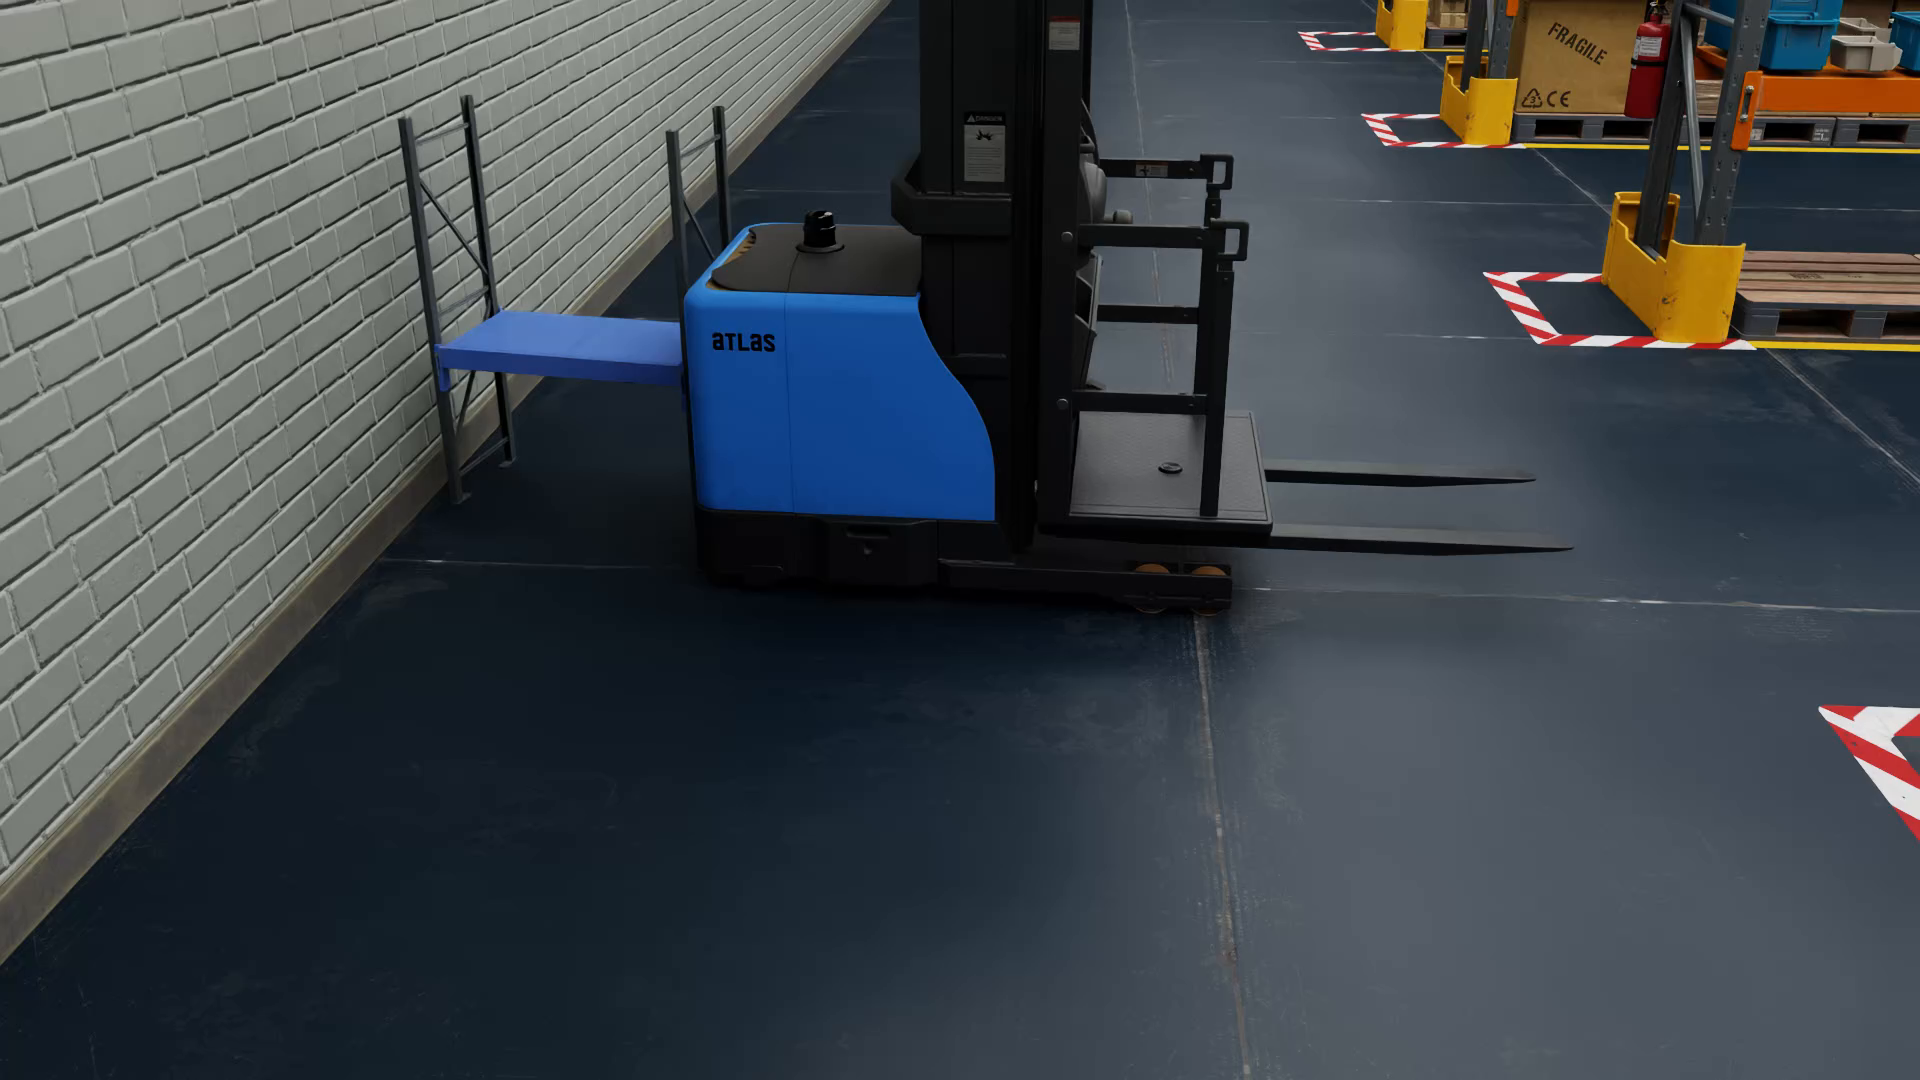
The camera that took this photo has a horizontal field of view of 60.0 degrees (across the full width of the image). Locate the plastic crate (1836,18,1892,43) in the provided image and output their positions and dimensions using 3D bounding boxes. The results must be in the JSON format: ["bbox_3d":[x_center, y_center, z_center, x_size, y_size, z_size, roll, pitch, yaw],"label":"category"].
[{"bbox_3d":[4.616,-2.563,8.475,0.243,0.136,0.396,2,25,4],"label":"plastic crate"}]

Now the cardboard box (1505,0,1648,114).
[{"bbox_3d":[4.812,-3.909,13.196,0.875,0.875,0.875,2,25,4],"label":"cardboard box"}]

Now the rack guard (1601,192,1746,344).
[{"bbox_3d":[3.764,-1.466,8.837,0.348,0.500,1.175,2,25,4],"label":"rack guard"}]

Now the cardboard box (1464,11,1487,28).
[{"bbox_3d":[5.414,-5.506,17.535,0.250,0.149,0.380,2,25,4],"label":"cardboard box"}]

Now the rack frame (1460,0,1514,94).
[{"bbox_3d":[4.168,-4.670,12.811,0.127,3.000,1.000,2,25,4],"label":"rack frame"}]

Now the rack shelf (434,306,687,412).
[{"bbox_3d":[-1.438,-0.709,6.426,1.000,0.185,0.538,5,25,12],"label":"rack shelf"}]

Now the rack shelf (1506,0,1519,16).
[{"bbox_3d":[6.162,-4.279,12.823,4.000,0.370,1.077,2,25,4],"label":"rack shelf"}]

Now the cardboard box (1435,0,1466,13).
[{"bbox_3d":[5.151,-5.641,17.474,0.250,0.149,0.380,3,25,6],"label":"cardboard box"}]

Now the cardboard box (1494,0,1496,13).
[{"bbox_3d":[5.671,-5.638,17.467,0.250,0.149,0.380,2,25,5],"label":"cardboard box"}]

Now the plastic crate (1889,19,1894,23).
[{"bbox_3d":[4.904,-2.548,8.442,0.243,0.136,0.396,2,25,4],"label":"plastic crate"}]

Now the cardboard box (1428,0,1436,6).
[{"bbox_3d":[5.196,-5.867,17.965,0.250,0.149,0.380,1,25,3],"label":"cardboard box"}]

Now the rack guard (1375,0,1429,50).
[{"bbox_3d":[4.724,-5.596,17.814,0.348,0.500,1.175,2,25,4],"label":"rack guard"}]

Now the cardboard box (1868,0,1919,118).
[{"bbox_3d":[7.504,-3.822,13.008,0.875,0.875,0.875,2,25,4],"label":"cardboard box"}]

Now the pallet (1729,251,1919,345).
[{"bbox_3d":[4.608,-1.297,8.815,1.213,0.211,1.003,2,25,4],"label":"pallet"}]

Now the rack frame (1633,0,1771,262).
[{"bbox_3d":[3.789,-2.606,8.325,0.127,3.000,1.000,2,25,4],"label":"rack frame"}]

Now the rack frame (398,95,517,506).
[{"bbox_3d":[-1.933,-0.920,6.455,0.032,1.500,0.500,5,25,12],"label":"rack frame"}]

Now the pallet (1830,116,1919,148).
[{"bbox_3d":[7.404,-3.332,13.240,1.213,0.211,1.003,2,25,4],"label":"pallet"}]

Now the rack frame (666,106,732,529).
[{"bbox_3d":[-0.942,-0.825,6.248,0.032,1.500,0.500,5,25,12],"label":"rack frame"}]

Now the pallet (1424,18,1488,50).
[{"bbox_3d":[5.531,-5.424,17.786,1.213,0.211,1.003,2,25,4],"label":"pallet"}]

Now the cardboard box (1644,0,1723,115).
[{"bbox_3d":[5.719,-3.880,13.132,0.875,0.875,0.875,2,25,4],"label":"cardboard box"}]

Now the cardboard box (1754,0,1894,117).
[{"bbox_3d":[6.607,-3.851,13.070,0.875,0.875,0.875,2,25,4],"label":"cardboard box"}]

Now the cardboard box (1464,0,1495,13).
[{"bbox_3d":[5.420,-5.609,17.404,0.250,0.149,0.380,2,25,4],"label":"cardboard box"}]

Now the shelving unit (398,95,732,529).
[{"bbox_3d":[-1.438,-0.872,6.351,1.048,1.500,0.538,5,25,12],"label":"shelving unit"}]

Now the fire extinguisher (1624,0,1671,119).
[{"bbox_3d":[3.673,-2.596,8.841,0.183,0.674,0.296,2,25,4],"label":"fire extinguisher"}]

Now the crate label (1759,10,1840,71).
[{"bbox_3d":[4.010,-2.412,8.032,0.303,0.233,0.416,2,25,4],"label":"crate label"}]

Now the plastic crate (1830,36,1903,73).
[{"bbox_3d":[4.323,-2.324,7.955,0.298,0.136,0.250,2,25,4],"label":"plastic crate"}]

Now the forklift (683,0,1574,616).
[{"bbox_3d":[0.619,-1.305,5.580,3.031,2.935,1.130,2,25,5],"label":"forklift"}]

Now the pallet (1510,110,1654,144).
[{"bbox_3d":[4.971,-3.410,13.409,1.213,0.211,1.003,2,25,4],"label":"pallet"}]

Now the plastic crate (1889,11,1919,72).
[{"bbox_3d":[4.666,-2.391,7.986,0.300,0.233,0.416,2,25,4],"label":"plastic crate"}]

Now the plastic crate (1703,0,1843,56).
[{"bbox_3d":[4.137,-2.716,8.451,0.499,0.435,0.616,2,25,4],"label":"plastic crate"}]

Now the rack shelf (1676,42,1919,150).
[{"bbox_3d":[5.783,-2.215,8.336,4.000,0.370,1.077,2,25,4],"label":"rack shelf"}]

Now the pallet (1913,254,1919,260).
[{"bbox_3d":[5.821,-1.257,8.728,1.213,0.211,1.003,2,25,4],"label":"pallet"}]

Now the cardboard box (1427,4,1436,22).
[{"bbox_3d":[5.189,-5.700,17.957,0.250,0.149,0.380,2,25,5],"label":"cardboard box"}]

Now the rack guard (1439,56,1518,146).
[{"bbox_3d":[4.144,-3.536,13.335,0.348,0.500,1.175,2,25,4],"label":"rack guard"}]

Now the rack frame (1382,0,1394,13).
[{"bbox_3d":[4.648,-6.734,17.297,0.127,3.000,1.000,2,25,4],"label":"rack frame"}]

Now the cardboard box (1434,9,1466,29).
[{"bbox_3d":[5.146,-5.480,17.479,0.250,0.149,0.380,2,25,5],"label":"cardboard box"}]

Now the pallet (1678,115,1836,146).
[{"bbox_3d":[6.184,-3.370,13.322,1.213,0.211,1.003,2,25,4],"label":"pallet"}]
